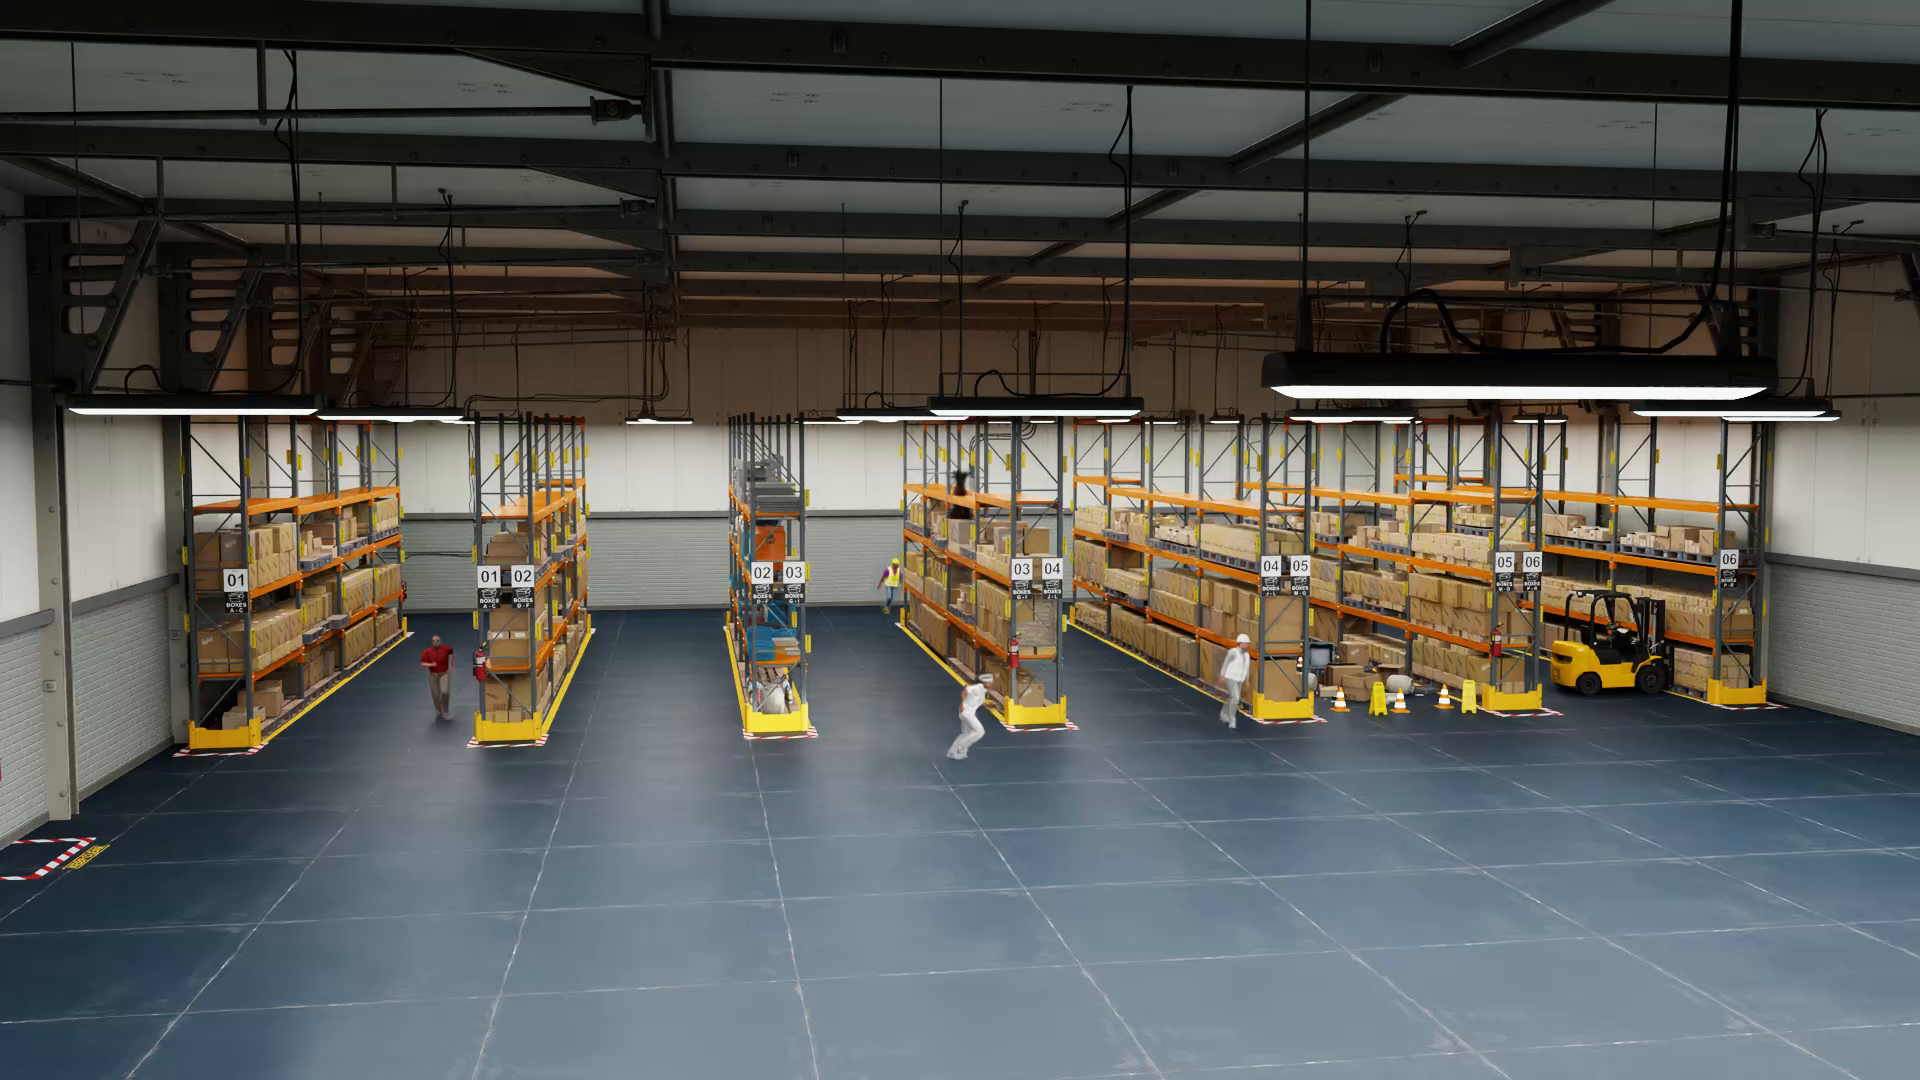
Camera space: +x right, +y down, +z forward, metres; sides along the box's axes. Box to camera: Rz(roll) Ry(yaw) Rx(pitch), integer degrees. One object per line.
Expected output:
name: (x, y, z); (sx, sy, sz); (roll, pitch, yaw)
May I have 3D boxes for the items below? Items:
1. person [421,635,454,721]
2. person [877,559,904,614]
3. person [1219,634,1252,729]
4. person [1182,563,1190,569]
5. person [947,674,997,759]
person: (-10.197, 2.674, 32.499); (0.597, 1.685, 0.979); (-1, 4, -12)
person: (-2.075, 1.416, 50.754); (0.745, 1.703, 0.587); (-2, 4, -28)
person: (5.249, 2.686, 31.977); (0.628, 1.767, 0.659); (-3, 5, -39)
person: (7.025, 1.392, 51.630); (0.801, 1.628, 0.581); (-2, 4, -29)
person: (0.196, 3.032, 28.483); (0.881, 1.492, 0.606); (1, 4, 13)
